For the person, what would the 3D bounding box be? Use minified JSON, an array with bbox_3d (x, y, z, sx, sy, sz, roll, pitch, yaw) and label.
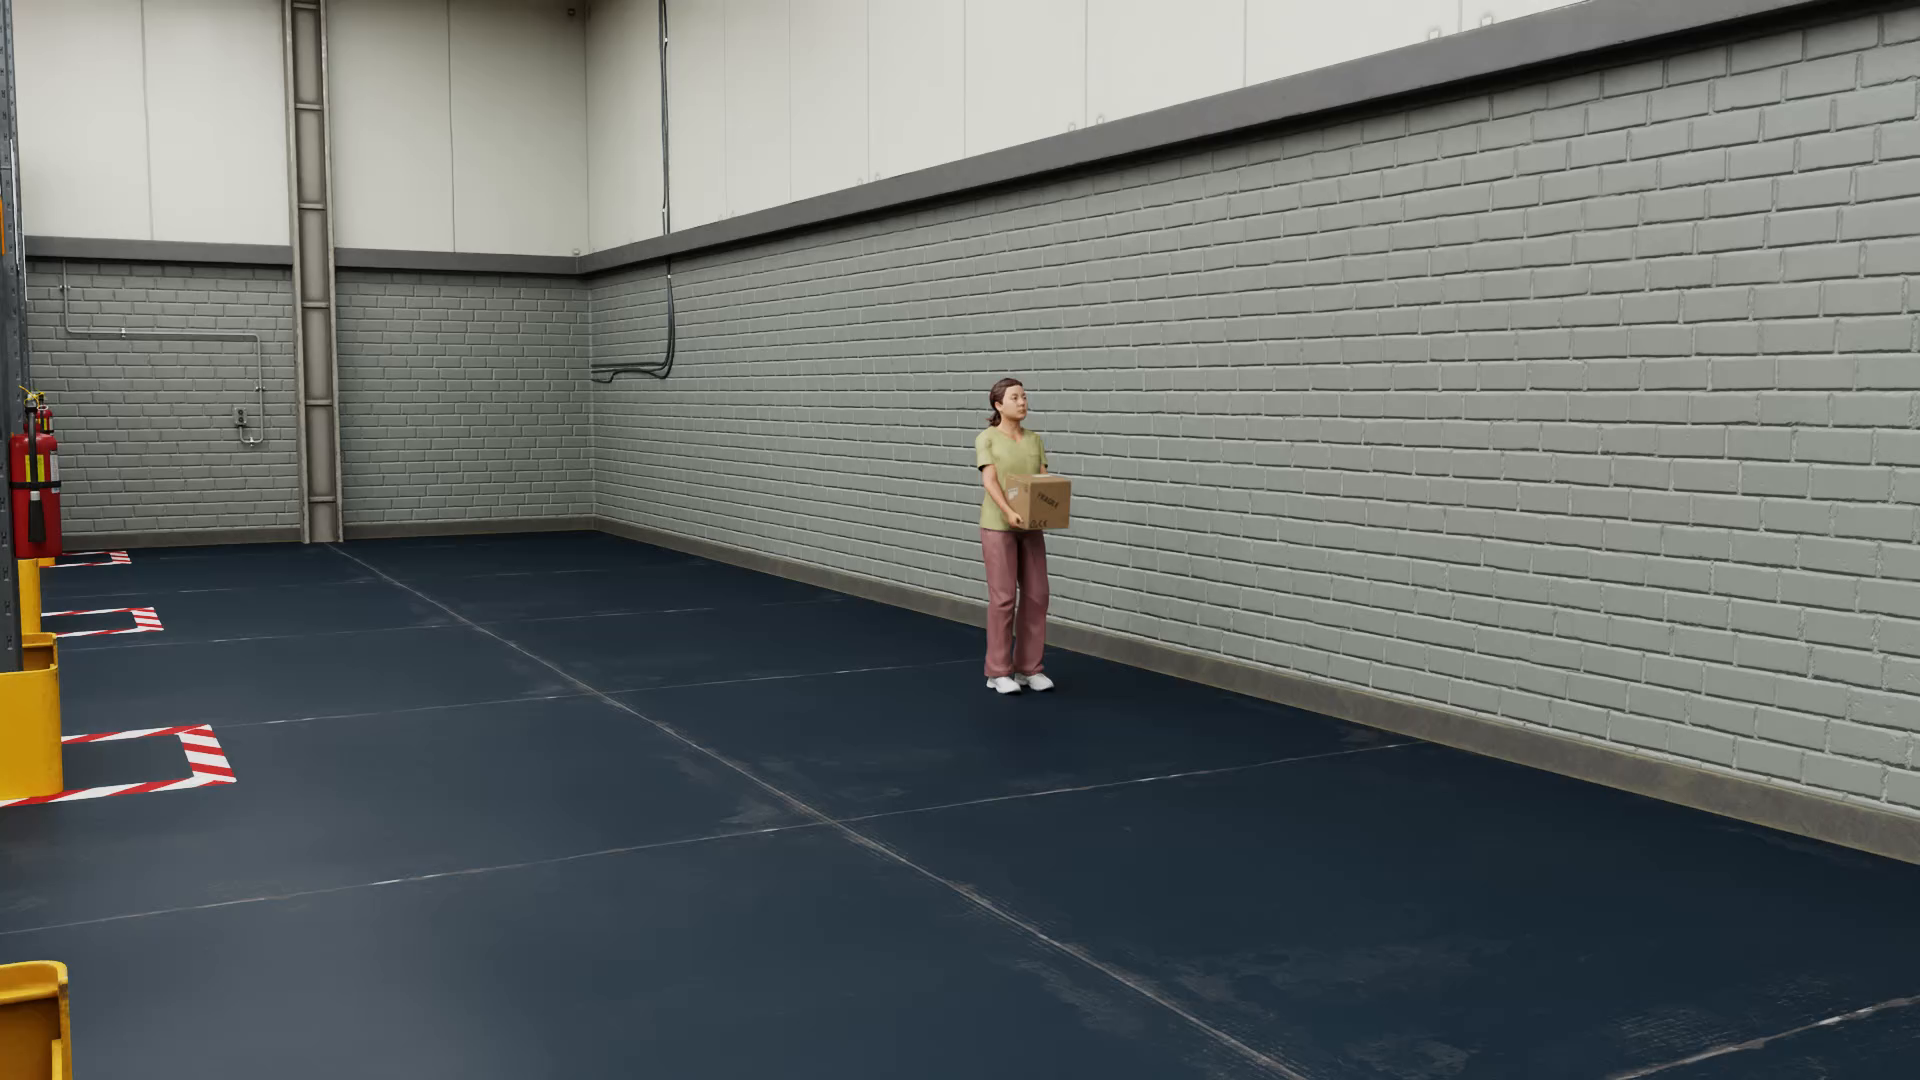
[{"bbox_3d":[0.316,-0.030,8.863,0.427,1.662,0.559,-3,6,-29],"label":"person"}]
